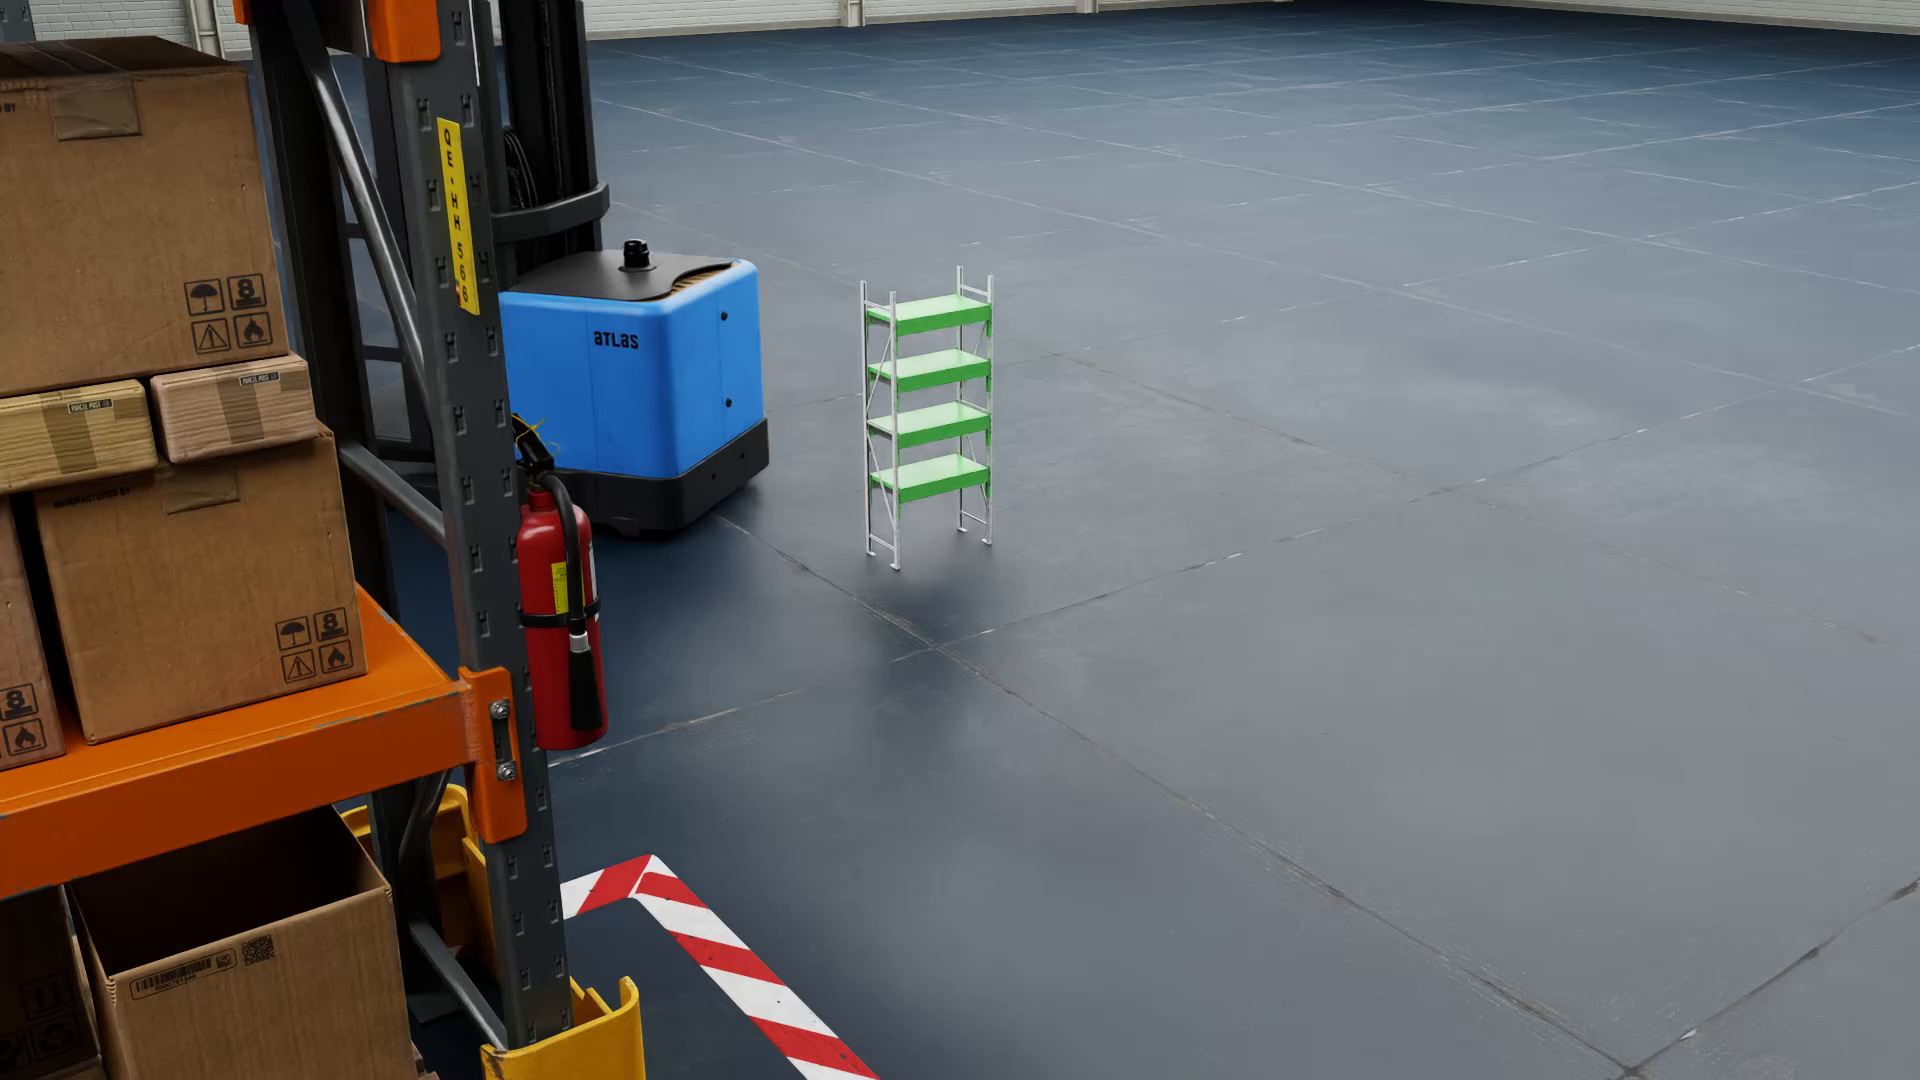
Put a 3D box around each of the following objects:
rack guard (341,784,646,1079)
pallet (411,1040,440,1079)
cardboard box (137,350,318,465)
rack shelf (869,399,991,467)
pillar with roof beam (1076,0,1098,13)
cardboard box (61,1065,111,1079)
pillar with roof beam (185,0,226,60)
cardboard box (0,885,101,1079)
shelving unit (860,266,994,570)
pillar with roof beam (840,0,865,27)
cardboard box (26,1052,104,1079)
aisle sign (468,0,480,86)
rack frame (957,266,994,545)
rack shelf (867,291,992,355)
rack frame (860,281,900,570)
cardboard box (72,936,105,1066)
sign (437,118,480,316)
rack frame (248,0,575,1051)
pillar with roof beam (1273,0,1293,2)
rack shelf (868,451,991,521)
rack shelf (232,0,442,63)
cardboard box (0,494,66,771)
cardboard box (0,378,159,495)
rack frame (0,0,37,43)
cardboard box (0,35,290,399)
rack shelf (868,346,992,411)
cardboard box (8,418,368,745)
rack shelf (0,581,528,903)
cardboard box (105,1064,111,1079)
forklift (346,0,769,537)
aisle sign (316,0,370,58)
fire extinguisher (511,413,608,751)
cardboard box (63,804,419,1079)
[{"bbox_3d":[-1.148,1.084,4.005,0.348,0.500,1.175,-15,26,-33],"label":"rack guard"},{"bbox_3d":[-1.764,1.401,3.599,1.213,0.211,1.003,-15,26,-33],"label":"pallet"},{"bbox_3d":[-1.366,-0.279,3.039,0.250,0.149,0.380,-15,26,-34],"label":"cardboard box"},{"bbox_3d":[-0.134,-0.462,7.108,0.480,0.148,0.258,-15,26,-33],"label":"rack shelf"},{"bbox_3d":[5.265,-14.333,31.174,0.400,9.000,9.100,-15,26,-33],"label":"pillar with roof beam"},{"bbox_3d":[-1.829,1.327,3.167,0.500,0.250,0.500,-15,26,-33],"label":"cardboard box"},{"bbox_3d":[-9.346,-10.437,21.410,0.400,9.000,9.100,-15,26,-33],"label":"pillar with roof beam"},{"bbox_3d":[-2.137,0.820,3.426,0.500,0.500,0.500,-15,26,-33],"label":"cardboard box"},{"bbox_3d":[-0.134,-0.521,7.084,0.503,1.200,0.258,-15,26,-33],"label":"shelving unit"},{"bbox_3d":[0.395,-13.035,27.919,0.400,9.000,9.100,-15,26,-33],"label":"pillar with roof beam"},{"bbox_3d":[-2.136,1.169,3.564,0.500,0.250,0.500,-15,26,-33],"label":"cardboard box"},{"bbox_3d":[-0.942,-1.205,2.861,0.004,0.787,0.394,-15,26,-33],"label":"aisle sign"},{"bbox_3d":[0.064,-0.574,7.217,0.015,1.200,0.240,-15,26,-33],"label":"rack frame"},{"bbox_3d":[-0.134,-0.908,6.930,0.480,0.148,0.258,-15,26,-33],"label":"rack shelf"},{"bbox_3d":[-0.332,-0.469,6.952,0.015,1.200,0.240,-15,26,-33],"label":"rack frame"},{"bbox_3d":[-1.733,1.059,3.838,0.500,0.250,0.500,-15,26,-33],"label":"cardboard box"},{"bbox_3d":[-0.862,-0.553,2.854,0.005,0.325,0.100,-15,26,-33],"label":"sign"},{"bbox_3d":[-1.167,-0.072,3.529,0.127,3.000,1.000,-15,26,-33],"label":"rack frame"},{"bbox_3d":[10.136,-15.632,34.429,0.400,9.000,9.100,-15,26,-33],"label":"pillar with roof beam"},{"bbox_3d":[-0.134,-0.239,7.197,0.480,0.148,0.258,-15,26,-33],"label":"rack shelf"},{"bbox_3d":[-2.791,-0.698,2.022,4.000,0.370,1.077,-15,26,-33],"label":"rack shelf"},{"bbox_3d":[-1.977,0.094,2.978,0.500,0.500,0.700,-14,26,-31],"label":"cardboard box"},{"bbox_3d":[-1.578,-0.222,2.896,0.250,0.149,0.380,-14,26,-32],"label":"cardboard box"},{"bbox_3d":[-4.057,-1.563,7.265,0.127,3.000,1.000,-15,26,-33],"label":"rack frame"},{"bbox_3d":[-1.597,-0.612,2.998,0.500,0.500,0.700,-15,26,-33],"label":"cardboard box"},{"bbox_3d":[-0.134,-0.685,7.019,0.480,0.148,0.258,-15,26,-33],"label":"rack shelf"},{"bbox_3d":[-1.554,-0.021,3.267,0.500,0.500,0.700,-15,26,-33],"label":"cardboard box"},{"bbox_3d":[-2.791,0.695,2.577,4.000,0.370,1.077,-15,26,-33],"label":"rack shelf"},{"bbox_3d":[-1.430,1.215,3.447,0.500,0.250,0.500,-15,26,-33],"label":"cardboard box"},{"bbox_3d":[-2.507,-1.686,7.667,3.031,2.935,1.130,7,23,17],"label":"forklift"},{"bbox_3d":[-1.293,-1.386,3.314,0.004,0.787,0.394,-15,26,-33],"label":"aisle sign"},{"bbox_3d":[-0.800,0.078,3.257,0.183,0.674,0.296,-15,26,-33],"label":"fire extinguisher"},{"bbox_3d":[-1.429,0.868,3.307,0.500,0.500,0.500,-15,26,-33],"label":"cardboard box"}]
